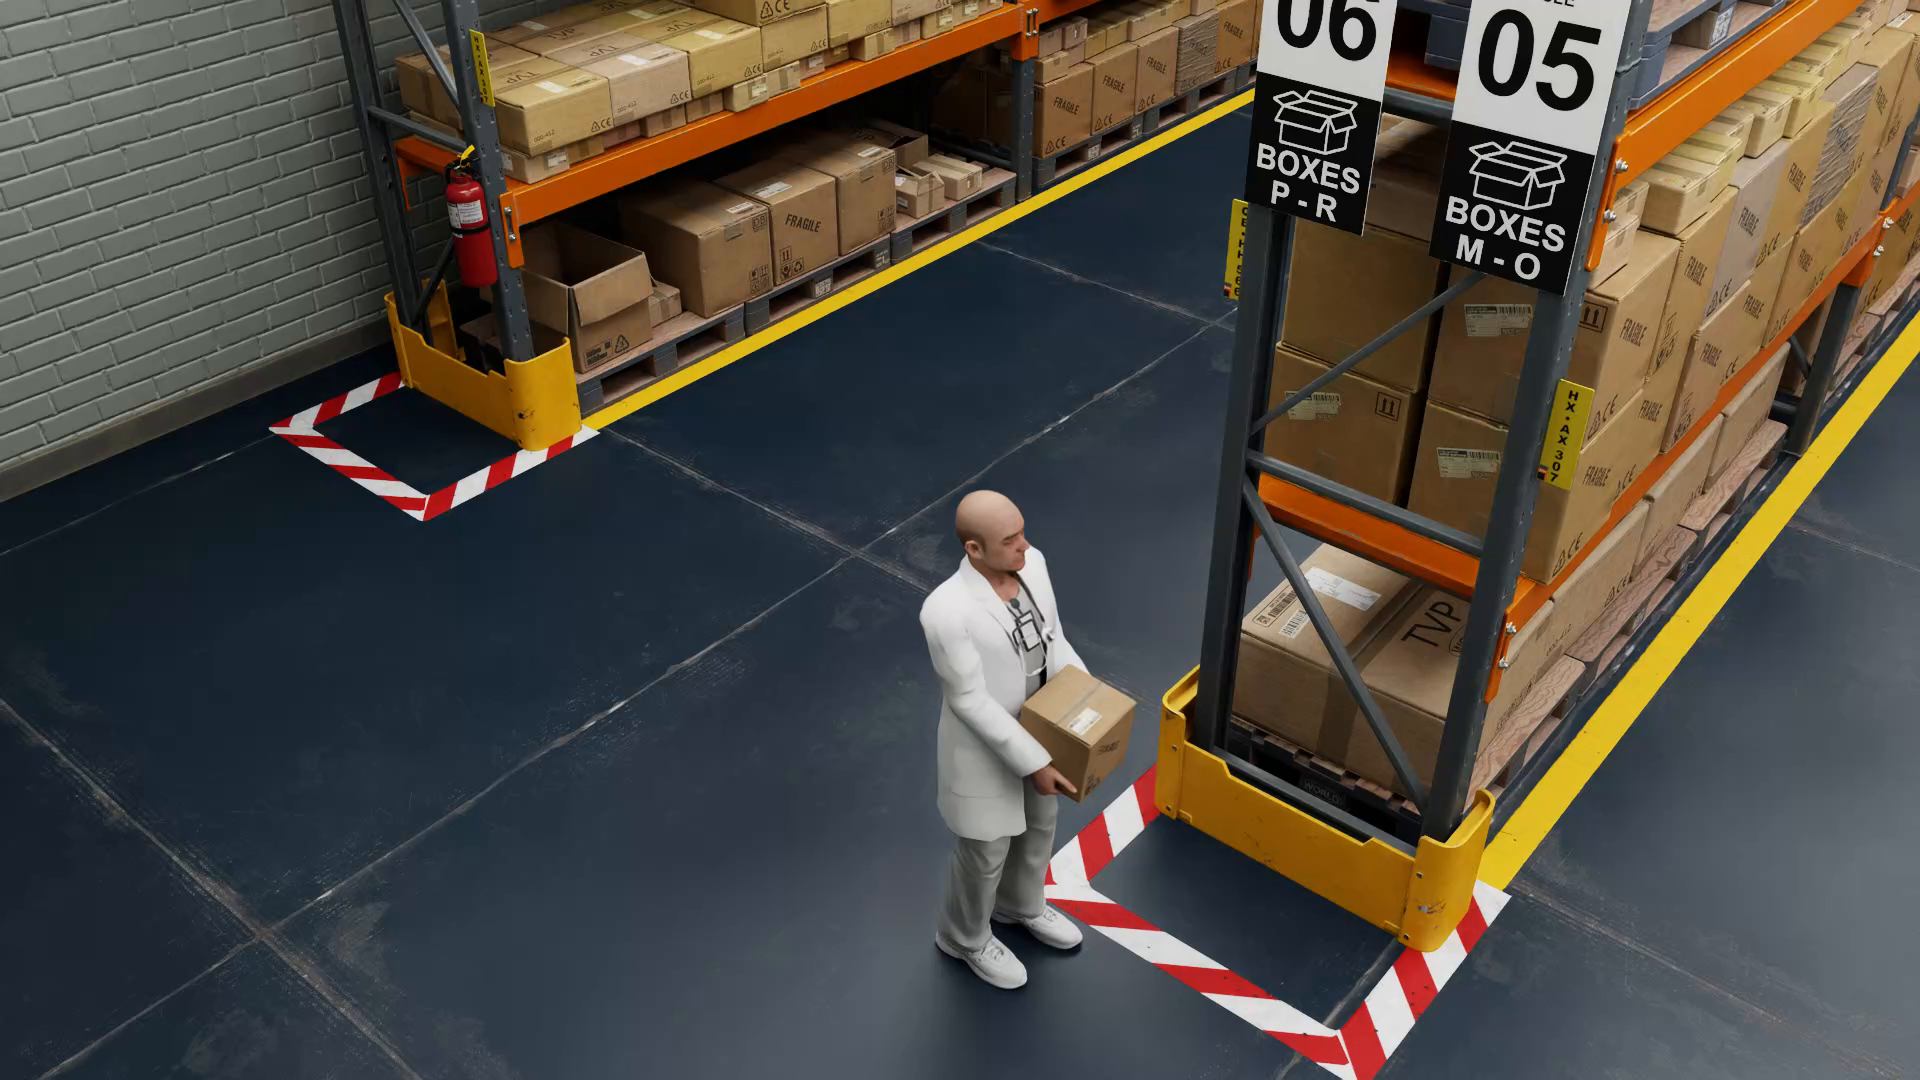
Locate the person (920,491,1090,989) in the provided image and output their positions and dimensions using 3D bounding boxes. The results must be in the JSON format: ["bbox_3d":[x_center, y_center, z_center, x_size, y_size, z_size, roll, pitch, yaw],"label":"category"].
[{"bbox_3d":[0.207,0.758,5.263,0.556,1.545,0.528,23,41,30],"label":"person"}]
